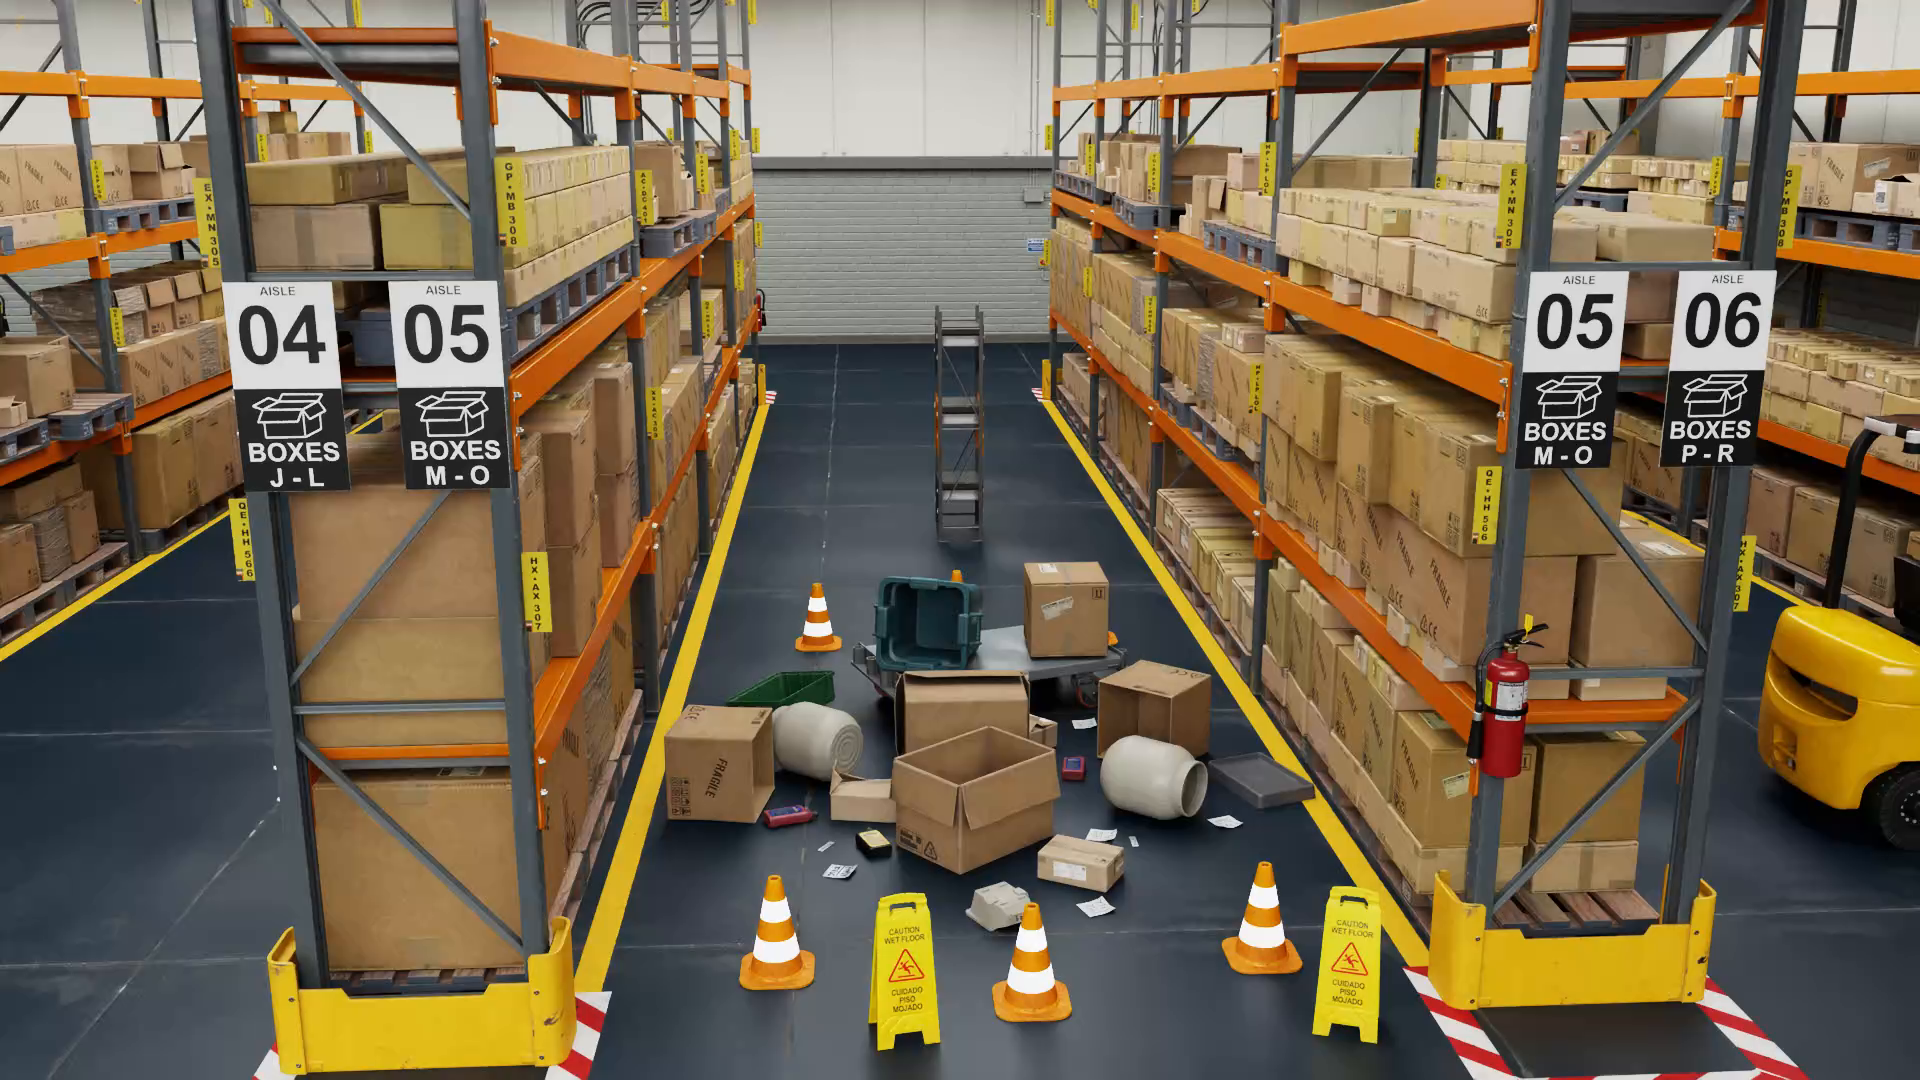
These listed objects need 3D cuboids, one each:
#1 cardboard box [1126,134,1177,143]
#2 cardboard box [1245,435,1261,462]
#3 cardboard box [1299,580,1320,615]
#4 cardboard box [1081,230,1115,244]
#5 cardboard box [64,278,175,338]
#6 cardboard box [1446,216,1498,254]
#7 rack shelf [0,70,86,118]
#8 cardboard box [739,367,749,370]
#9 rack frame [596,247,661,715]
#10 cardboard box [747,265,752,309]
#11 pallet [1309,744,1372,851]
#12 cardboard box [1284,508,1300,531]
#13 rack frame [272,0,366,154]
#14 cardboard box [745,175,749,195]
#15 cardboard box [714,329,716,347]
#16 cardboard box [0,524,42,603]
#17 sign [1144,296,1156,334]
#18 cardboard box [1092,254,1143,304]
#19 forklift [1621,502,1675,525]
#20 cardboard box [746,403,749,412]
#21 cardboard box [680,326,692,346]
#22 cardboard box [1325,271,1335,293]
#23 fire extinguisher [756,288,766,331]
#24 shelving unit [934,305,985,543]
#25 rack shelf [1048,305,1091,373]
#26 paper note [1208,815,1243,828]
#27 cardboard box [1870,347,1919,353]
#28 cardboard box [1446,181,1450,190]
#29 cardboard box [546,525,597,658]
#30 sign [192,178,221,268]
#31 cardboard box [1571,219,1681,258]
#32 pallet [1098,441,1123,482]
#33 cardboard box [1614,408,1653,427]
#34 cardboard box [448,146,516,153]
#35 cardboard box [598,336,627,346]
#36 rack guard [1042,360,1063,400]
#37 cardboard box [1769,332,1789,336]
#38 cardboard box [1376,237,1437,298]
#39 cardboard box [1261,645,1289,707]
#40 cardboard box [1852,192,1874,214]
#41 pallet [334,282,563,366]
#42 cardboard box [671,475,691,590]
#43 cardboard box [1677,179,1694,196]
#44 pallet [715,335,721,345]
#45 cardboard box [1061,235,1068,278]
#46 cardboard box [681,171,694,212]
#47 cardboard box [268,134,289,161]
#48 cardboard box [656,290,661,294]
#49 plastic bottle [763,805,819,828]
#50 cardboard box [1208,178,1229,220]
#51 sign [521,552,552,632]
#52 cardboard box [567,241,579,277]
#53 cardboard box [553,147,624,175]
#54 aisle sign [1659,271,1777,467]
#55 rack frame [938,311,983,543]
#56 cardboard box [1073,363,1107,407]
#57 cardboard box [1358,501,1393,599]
[{"bbox_3d":[2.146,-4.318,18.749,0.500,0.500,0.500,-1,14,-2],"label":"cardboard box"},{"bbox_3d":[2.161,-0.631,11.346,0.380,0.149,0.250,-1,14,-3],"label":"cardboard box"},{"bbox_3d":[2.217,0.336,9.795,0.380,0.149,0.250,0,14,-1],"label":"cardboard box"},{"bbox_3d":[1.637,-3.588,19.666,0.380,0.149,0.250,-1,14,-4],"label":"cardboard box"},{"bbox_3d":[-7.737,-2.146,15.358,0.797,0.503,0.637,-1,14,-2],"label":"cardboard box"},{"bbox_3d":[2.389,-1.356,7.384,0.380,0.149,0.250,-1,14,-4],"label":"cardboard box"},{"bbox_3d":[-7.546,-3.134,11.617,1.077,0.370,4.000,-1,14,-3],"label":"rack shelf"},{"bbox_3d":[-2.870,-2.101,21.080,0.380,0.149,0.250,-1,15,-6],"label":"cardboard box"},{"bbox_3d":[-2.466,-0.324,10.491,1.000,3.000,0.127,-1,14,-3],"label":"rack frame"},{"bbox_3d":[-2.857,-3.139,20.634,0.500,0.500,0.500,-1,14,-3],"label":"cardboard box"},{"bbox_3d":[2.624,1.395,9.404,1.003,0.211,1.213,-1,14,-3],"label":"pallet"},{"bbox_3d":[2.235,-0.159,10.353,0.380,0.149,0.250,0,14,-2],"label":"cardboard box"},{"bbox_3d":[-8.166,-6.163,21.143,1.000,3.000,0.127,-1,14,-3],"label":"rack frame"},{"bbox_3d":[-2.861,-4.330,20.339,0.500,0.250,0.500,0,14,-1],"label":"cardboard box"},{"bbox_3d":[-2.671,-2.042,16.828,0.380,0.149,0.250,-2,15,-6],"label":"cardboard box"},{"bbox_3d":[-7.520,0.175,12.685,0.700,0.500,0.500,0,14,1],"label":"cardboard box"},{"bbox_3d":[1.667,-1.972,14.572,0.100,0.325,0.005,-1,14,-3],"label":"sign"},{"bbox_3d":[1.713,-2.834,18.039,0.500,0.500,0.500,-1,14,-3],"label":"cardboard box"},{"bbox_3d":[5.276,-1.660,15.821,3.031,2.935,1.130,13,19,42],"label":"forklift"},{"bbox_3d":[-2.817,-1.683,20.648,0.380,0.149,0.250,-1,14,-2],"label":"cardboard box"},{"bbox_3d":[-2.549,-1.808,14.725,0.380,0.149,0.250,-1,14,-3],"label":"cardboard box"},{"bbox_3d":[2.305,-1.487,9.494,0.380,0.149,0.250,0,14,-2],"label":"cardboard box"},{"bbox_3d":[-2.764,-3.161,22.418,0.296,0.674,0.183,-1,14,-3],"label":"fire extinguisher"},{"bbox_3d":[-0.010,-1.058,15.148,0.431,2.100,0.503,-1,14,-3],"label":"shelving unit"},{"bbox_3d":[1.849,-2.565,20.642,1.077,0.370,4.000,-1,14,-3],"label":"rack shelf"},{"bbox_3d":[1.465,1.549,9.168,0.142,0.019,0.148,-6,16,-23],"label":"paper note"},{"bbox_3d":[7.602,-1.468,13.432,0.380,0.149,0.250,-1,14,-4],"label":"cardboard box"},{"bbox_3d":[6.421,-4.544,21.374,0.380,0.149,0.250,-1,14,-2],"label":"cardboard box"},{"bbox_3d":[-2.251,0.228,8.041,0.875,0.550,0.550,-1,14,-3],"label":"cardboard box"},{"bbox_3d":[-2.760,-1.168,6.132,0.100,0.325,0.005,-1,14,-3],"label":"sign"},{"bbox_3d":[2.867,-1.302,7.176,0.380,0.149,0.250,-1,14,-4],"label":"cardboard box"},{"bbox_3d":[2.096,-0.874,18.225,1.003,0.211,1.213,-1,14,-3],"label":"pallet"},{"bbox_3d":[6.837,-1.254,16.978,0.380,0.149,0.250,-2,15,-6],"label":"cardboard box"},{"bbox_3d":[-2.782,-2.198,9.613,0.380,0.149,0.250,-1,14,-3],"label":"cardboard box"},{"bbox_3d":[-2.536,-1.108,11.331,0.700,0.500,0.500,-1,14,-4],"label":"cardboard box"},{"bbox_3d":[1.724,-2.206,22.820,1.175,0.500,0.348,-1,14,-3],"label":"rack guard"},{"bbox_3d":[6.918,-1.711,14.377,0.380,0.149,0.250,-1,14,-2],"label":"cardboard box"},{"bbox_3d":[2.349,-1.333,8.093,0.500,0.250,0.500,0,14,-2],"label":"cardboard box"},{"bbox_3d":[2.236,0.853,10.590,0.500,0.250,0.500,-2,15,-6],"label":"cardboard box"},{"bbox_3d":[7.003,-2.547,12.570,0.380,0.149,0.250,-1,14,-4],"label":"cardboard box"},{"bbox_3d":[-2.274,-0.924,6.979,1.003,0.211,1.213,-1,14,-3],"label":"pallet"},{"bbox_3d":[-2.708,-0.063,13.147,1.050,0.750,0.750,-1,14,-3],"label":"cardboard box"},{"bbox_3d":[6.925,-3.286,15.485,0.380,0.149,0.250,-1,14,-2],"label":"cardboard box"},{"bbox_3d":[-3.059,-2.029,17.501,1.003,0.211,1.213,-1,14,-3],"label":"pallet"},{"bbox_3d":[1.549,-3.563,20.871,0.500,0.500,0.500,-1,14,-4],"label":"cardboard box"},{"bbox_3d":[-2.349,-2.725,12.938,0.500,0.311,0.500,-1,14,-3],"label":"cardboard box"},{"bbox_3d":[-8.055,-4.343,18.846,0.700,0.500,0.500,0,14,-1],"label":"cardboard box"},{"bbox_3d":[-3.396,-2.579,17.721,0.380,0.149,0.250,0,14,-1],"label":"cardboard box"},{"bbox_3d":[-0.934,1.524,9.203,0.283,0.061,0.133,-6,16,-23],"label":"plastic bottle"},{"bbox_3d":[2.344,-2.545,12.893,0.797,0.503,0.637,-1,14,-3],"label":"cardboard box"},{"bbox_3d":[-1.664,0.206,6.535,0.100,0.325,0.005,-1,14,-3],"label":"sign"},{"bbox_3d":[-1.997,-1.317,7.788,0.380,0.149,0.250,-1,14,-4],"label":"cardboard box"},{"bbox_3d":[-2.109,-2.145,9.406,0.380,0.149,0.250,-1,14,-4],"label":"cardboard box"},{"bbox_3d":[3.030,-0.680,6.654,0.394,0.787,0.004,-1,14,-3],"label":"aisle sign"},{"bbox_3d":[0.005,-0.997,14.913,0.400,2.100,0.015,-1,14,-3],"label":"rack frame"},{"bbox_3d":[1.931,-1.983,21.236,0.875,0.438,0.875,0,14,-2],"label":"cardboard box"},{"bbox_3d":[2.354,-0.004,8.446,0.500,0.500,0.500,-1,14,-4],"label":"cardboard box"}]
